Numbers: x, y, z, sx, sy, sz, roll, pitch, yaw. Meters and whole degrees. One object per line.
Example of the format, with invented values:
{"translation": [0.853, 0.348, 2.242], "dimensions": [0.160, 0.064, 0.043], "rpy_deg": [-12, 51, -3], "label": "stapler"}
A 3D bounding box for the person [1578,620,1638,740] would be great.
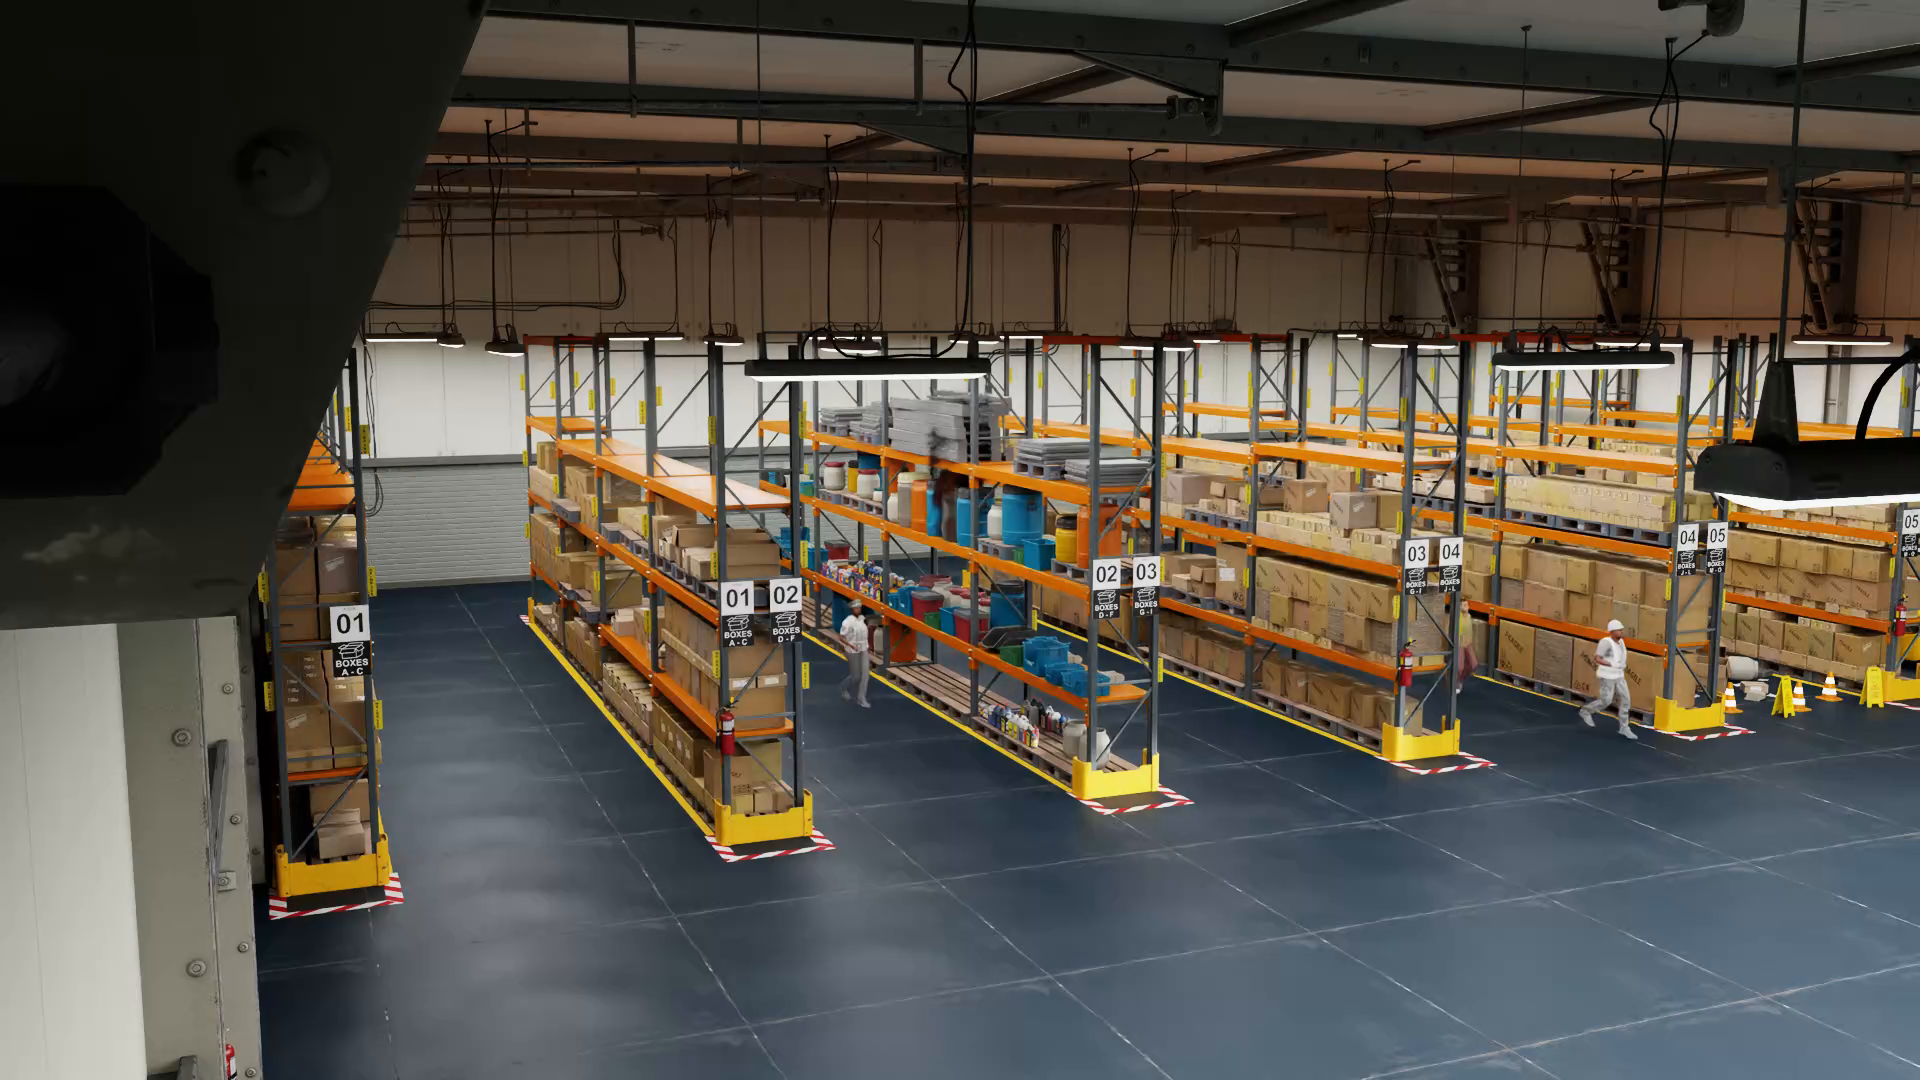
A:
{"translation": [9.912, 2.095, 25.315], "dimensions": [0.720, 1.785, 0.896], "rpy_deg": [-6, 9, -36], "label": "person"}

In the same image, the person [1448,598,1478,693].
{"translation": [8.503, 1.791, 28.079], "dimensions": [0.606, 1.630, 0.544], "rpy_deg": [-4, 8, -26], "label": "person"}

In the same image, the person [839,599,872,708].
{"translation": [-1.618, 1.754, 26.105], "dimensions": [0.579, 1.695, 0.685], "rpy_deg": [-6, 10, -39], "label": "person"}
